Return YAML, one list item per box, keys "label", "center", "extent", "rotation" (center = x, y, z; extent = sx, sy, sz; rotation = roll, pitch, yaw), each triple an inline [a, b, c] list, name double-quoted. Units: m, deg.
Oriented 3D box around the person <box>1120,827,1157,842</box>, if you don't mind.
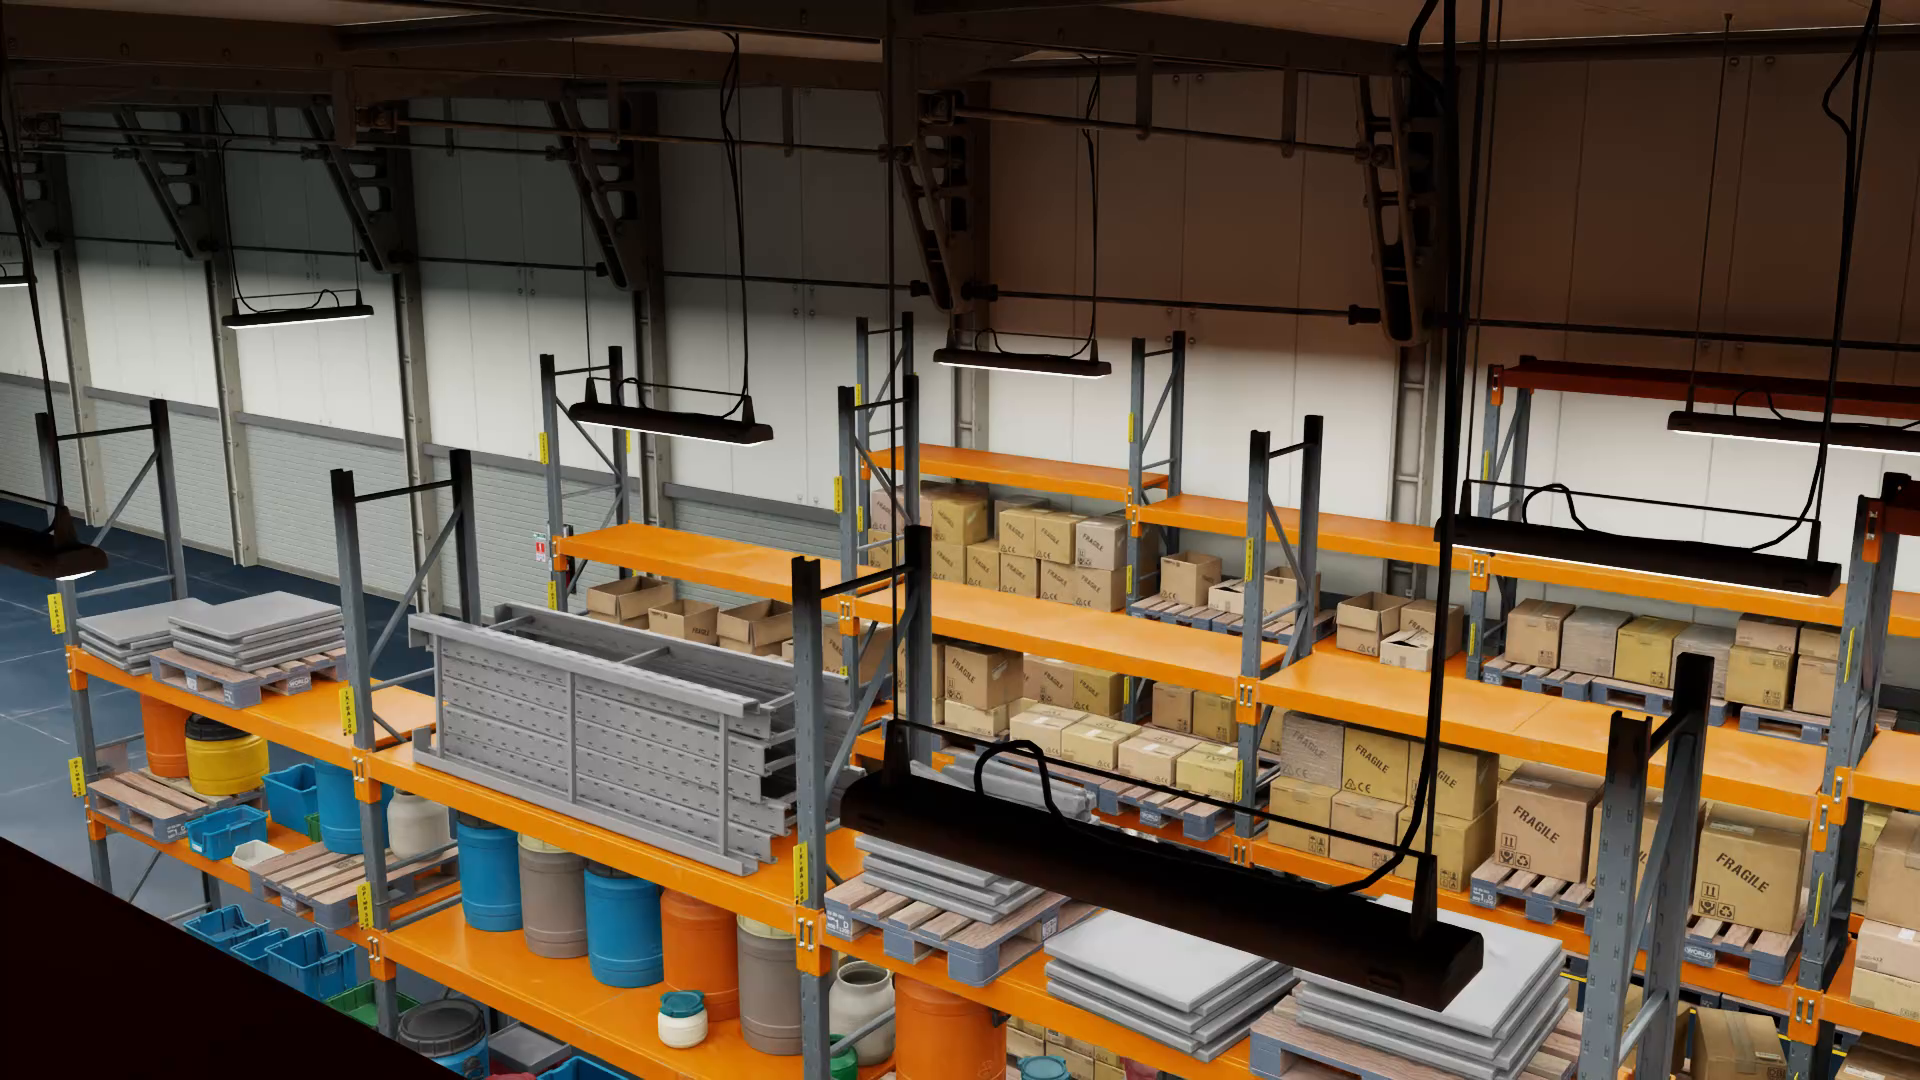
- label: "person"
  center: [1.903, 3.339, 17.331]
  extent: [0.650, 1.611, 0.701]
  rotation: [-11, 17, -40]
